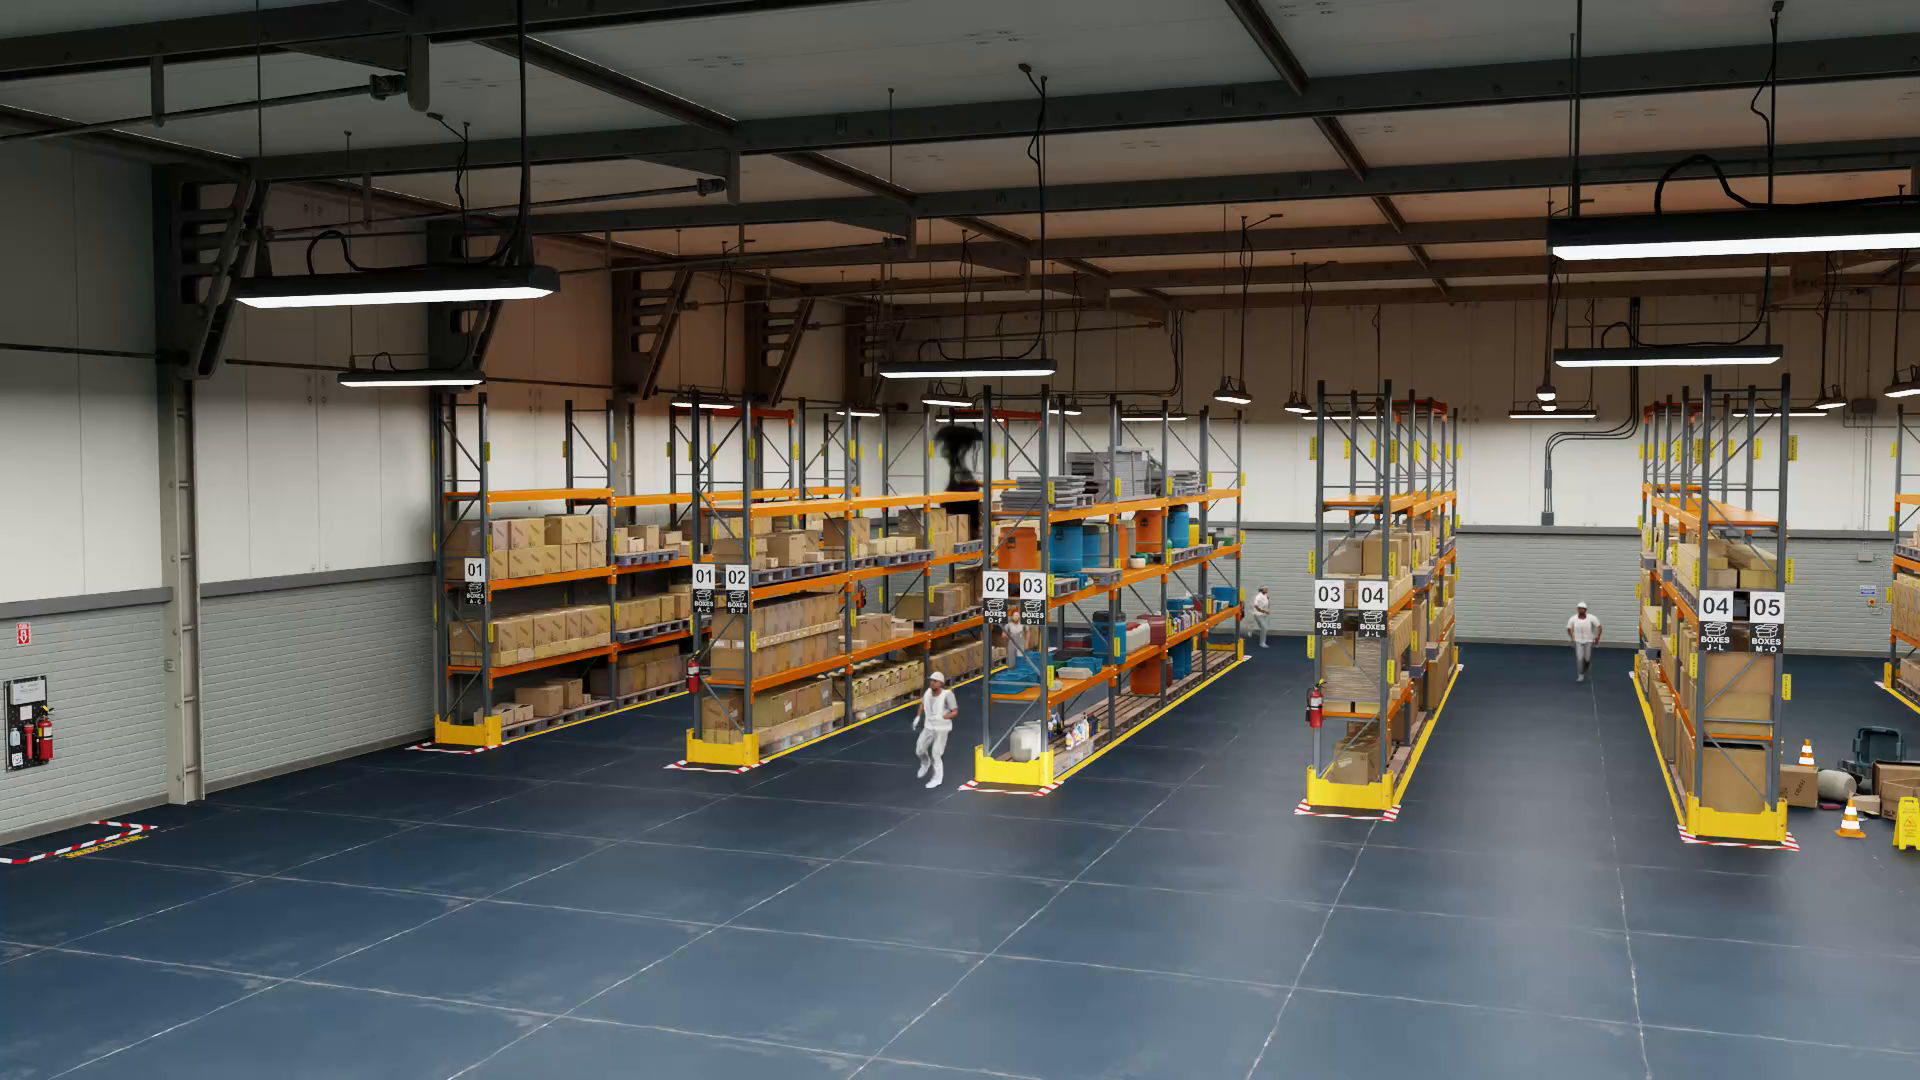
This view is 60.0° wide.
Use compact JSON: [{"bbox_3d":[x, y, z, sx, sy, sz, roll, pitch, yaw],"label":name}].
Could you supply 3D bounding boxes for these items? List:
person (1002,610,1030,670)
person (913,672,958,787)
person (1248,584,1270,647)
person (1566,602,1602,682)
[{"bbox_3d":[1.163,2.316,34.900,0.559,1.610,0.904,0,3,2],"label":"person"},{"bbox_3d":[-0.380,2.829,24.825,0.808,1.734,0.561,1,3,23],"label":"person"},{"bbox_3d":[7.700,1.932,42.711,0.653,1.656,0.606,2,4,37],"label":"person"},{"bbox_3d":[13.576,2.218,36.209,0.714,1.729,0.660,2,3,26],"label":"person"}]
